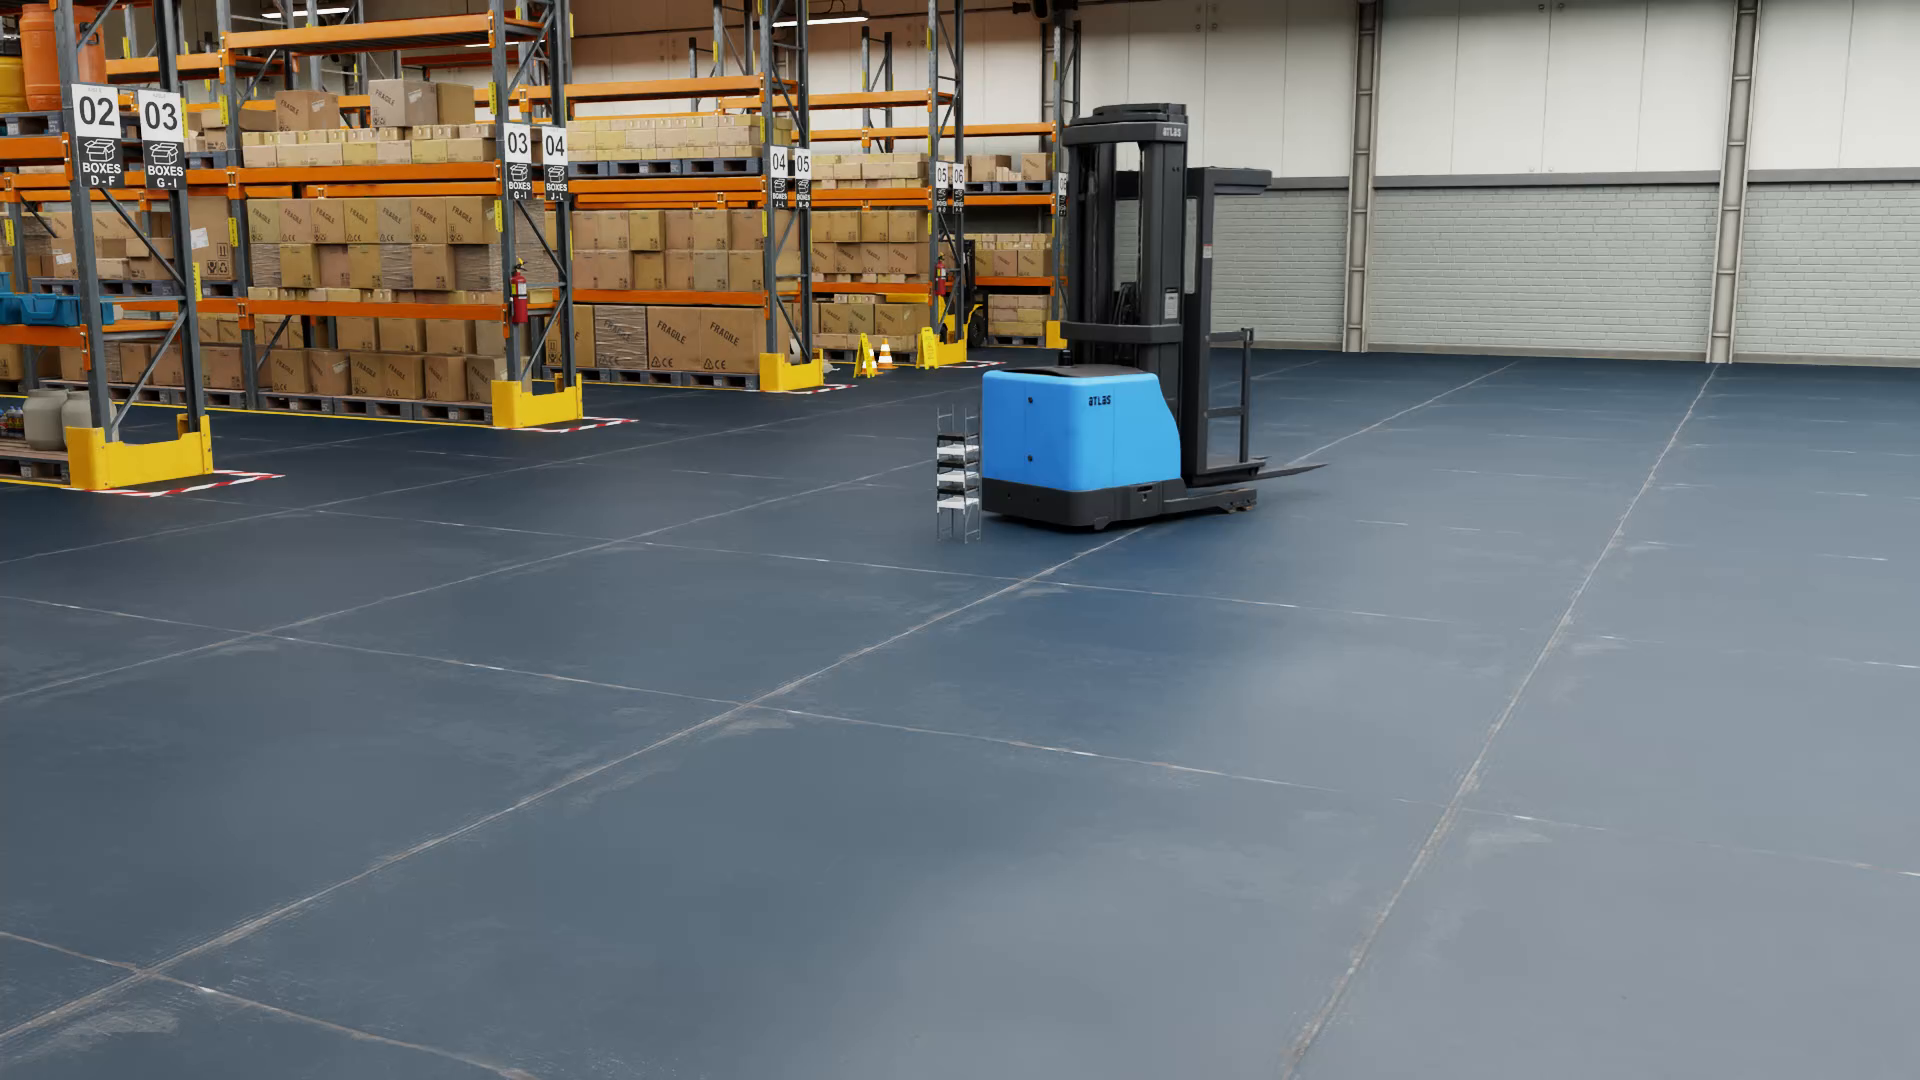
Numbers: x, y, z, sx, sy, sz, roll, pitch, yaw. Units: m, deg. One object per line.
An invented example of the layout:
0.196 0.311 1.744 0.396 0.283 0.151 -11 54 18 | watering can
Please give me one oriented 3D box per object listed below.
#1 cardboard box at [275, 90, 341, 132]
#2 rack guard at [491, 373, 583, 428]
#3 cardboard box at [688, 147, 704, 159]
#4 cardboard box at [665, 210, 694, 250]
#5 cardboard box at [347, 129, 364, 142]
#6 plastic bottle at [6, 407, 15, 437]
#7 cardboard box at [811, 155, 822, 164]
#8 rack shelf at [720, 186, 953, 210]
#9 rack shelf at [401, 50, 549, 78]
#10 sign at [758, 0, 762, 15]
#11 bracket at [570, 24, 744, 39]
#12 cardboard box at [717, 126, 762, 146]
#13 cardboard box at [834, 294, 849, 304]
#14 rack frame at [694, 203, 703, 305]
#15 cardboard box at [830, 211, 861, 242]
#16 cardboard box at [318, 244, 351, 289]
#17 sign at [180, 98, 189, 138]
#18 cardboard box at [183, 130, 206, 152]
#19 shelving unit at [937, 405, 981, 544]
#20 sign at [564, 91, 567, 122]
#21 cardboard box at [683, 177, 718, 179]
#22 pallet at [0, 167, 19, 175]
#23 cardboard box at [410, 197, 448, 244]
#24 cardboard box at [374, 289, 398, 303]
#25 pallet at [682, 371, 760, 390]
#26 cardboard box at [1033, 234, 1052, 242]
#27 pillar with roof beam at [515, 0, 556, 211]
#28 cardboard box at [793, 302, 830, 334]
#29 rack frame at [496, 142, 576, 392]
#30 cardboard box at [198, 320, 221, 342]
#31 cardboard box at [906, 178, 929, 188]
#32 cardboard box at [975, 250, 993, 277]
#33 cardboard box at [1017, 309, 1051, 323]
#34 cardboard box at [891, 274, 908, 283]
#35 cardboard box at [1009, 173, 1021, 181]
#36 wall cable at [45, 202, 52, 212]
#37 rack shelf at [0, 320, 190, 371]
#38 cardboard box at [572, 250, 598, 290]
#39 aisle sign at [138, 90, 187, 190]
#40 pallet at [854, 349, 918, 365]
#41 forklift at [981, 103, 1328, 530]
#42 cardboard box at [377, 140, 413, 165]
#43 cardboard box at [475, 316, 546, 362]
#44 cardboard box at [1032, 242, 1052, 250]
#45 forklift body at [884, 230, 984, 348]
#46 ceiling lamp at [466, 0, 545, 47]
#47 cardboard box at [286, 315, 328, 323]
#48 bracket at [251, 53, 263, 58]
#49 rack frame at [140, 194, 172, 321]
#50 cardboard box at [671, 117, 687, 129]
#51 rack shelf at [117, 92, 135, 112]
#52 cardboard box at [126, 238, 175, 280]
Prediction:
-7.671 -5.013 19.565 0.500 0.500 0.500 5 11 24 | cardboard box
-4.668 -1.551 18.397 0.348 0.500 1.175 5 11 26 | rack guard
-3.446 -5.200 22.361 0.250 0.149 0.380 5 11 26 | cardboard box
-3.607 -4.294 23.082 0.550 0.550 0.875 5 11 26 | cardboard box
-6.600 -4.502 18.563 0.250 0.149 0.380 5 12 27 | cardboard box
-8.677 -1.086 15.231 0.097 0.271 0.097 0 10 0 | plastic bottle
-2.234 -6.232 27.283 0.250 0.149 0.380 5 12 27 | cardboard box
-2.009 -5.637 27.554 4.000 0.370 1.077 5 11 26 | rack shelf
-10.577 -10.488 36.597 4.000 0.370 1.077 5 11 26 | rack shelf
-2.568 -6.924 21.377 0.005 0.325 0.100 5 11 26 | sign
-6.469 -10.725 35.113 4.783 0.066 0.076 5 11 26 | bracket
-2.878 -5.358 22.114 0.500 0.250 0.500 5 11 27 | cardboard box
-1.868 -3.981 27.417 0.250 0.149 0.380 6 12 28 | cardboard box
-5.197 -5.781 34.751 0.127 3.000 1.000 5 11 26 | rack frame
-1.724 -5.116 27.150 0.500 0.500 0.700 5 11 25 | cardboard box
-6.885 -3.172 19.219 0.500 0.500 0.875 5 11 26 | cardboard box
-6.545 -3.552 13.986 0.005 0.325 0.100 5 11 26 | sign
-9.075 -4.765 19.911 0.258 0.266 0.396 5 12 28 | cardboard box
-0.007 -0.443 11.154 0.210 0.900 0.258 5 11 26 | shelving unit
-4.360 -4.768 18.275 0.005 0.325 0.100 5 11 26 | sign
-4.390 -6.305 28.463 0.500 0.250 0.500 5 11 25 | cardboard box
-12.375 -4.831 21.607 1.003 0.211 1.213 6 12 28 | pallet
-5.654 -3.505 18.251 0.500 0.500 0.500 5 11 26 | cardboard box
-6.339 -2.742 18.666 0.250 0.149 0.380 5 11 26 | cardboard box
-3.067 -2.238 23.001 1.213 0.211 1.003 5 11 26 | pallet
1.563 -5.660 31.145 0.250 0.149 0.380 5 11 26 | cardboard box
-10.914 -8.560 33.258 0.548 9.000 9.100 5 11 26 | pillar with roof beam
-2.443 -3.725 27.823 0.500 0.500 0.500 6 12 29 | cardboard box
-4.600 -2.775 18.141 0.127 3.000 1.000 5 11 26 | rack frame
-12.056 -3.340 27.099 0.500 0.500 0.500 6 12 28 | cardboard box
-0.659 -5.694 26.550 0.250 0.149 0.380 5 11 26 | cardboard box
0.499 -5.280 31.698 0.500 0.500 0.500 5 11 25 | cardboard box
1.403 -4.239 31.367 0.500 0.250 0.500 5 11 25 | cardboard box
-0.922 -4.232 26.895 0.250 0.149 0.380 5 11 25 | cardboard box
1.100 -6.776 31.070 0.250 0.149 0.380 5 11 24 | cardboard box
-19.631 -6.575 36.194 0.123 1.953 0.585 5 11 26 | wall cable
-8.585 -1.788 14.705 4.000 0.370 1.077 5 11 26 | rack shelf
-5.063 -3.881 23.833 0.550 0.550 0.875 5 11 26 | cardboard box
-6.598 -3.304 13.766 0.004 0.787 0.394 5 11 26 | aisle sign
-0.996 -3.061 27.553 1.213 0.211 1.003 5 11 26 | pallet
1.594 -1.703 12.410 3.031 2.935 1.130 -9 13 -40 | forklift
-6.050 -4.255 18.318 0.500 0.250 0.500 5 12 27 | cardboard box
-6.499 -3.009 24.569 0.750 0.750 1.050 5 11 26 | cardboard box
1.543 -5.502 31.105 0.250 0.149 0.380 5 11 27 | cardboard box
-0.530 -4.591 30.559 1.214 2.155 2.313 5 11 26 | forklift body
-9.005 -11.504 33.134 2.000 3.185 0.800 5 11 26 | ceiling lamp
-10.219 -3.547 26.142 0.500 0.250 0.500 5 11 24 | cardboard box
-17.045 -11.654 40.248 0.430 0.232 0.235 5 11 26 | bracket
-13.076 -4.505 27.699 0.127 3.000 1.000 5 11 26 | rack frame
-3.677 -5.612 22.402 0.250 0.149 0.380 5 11 26 | cardboard box
-14.870 -7.259 28.100 4.000 0.370 1.077 5 11 26 | rack shelf
-9.783 -3.470 20.509 0.637 0.503 0.797 6 12 32 | cardboard box
